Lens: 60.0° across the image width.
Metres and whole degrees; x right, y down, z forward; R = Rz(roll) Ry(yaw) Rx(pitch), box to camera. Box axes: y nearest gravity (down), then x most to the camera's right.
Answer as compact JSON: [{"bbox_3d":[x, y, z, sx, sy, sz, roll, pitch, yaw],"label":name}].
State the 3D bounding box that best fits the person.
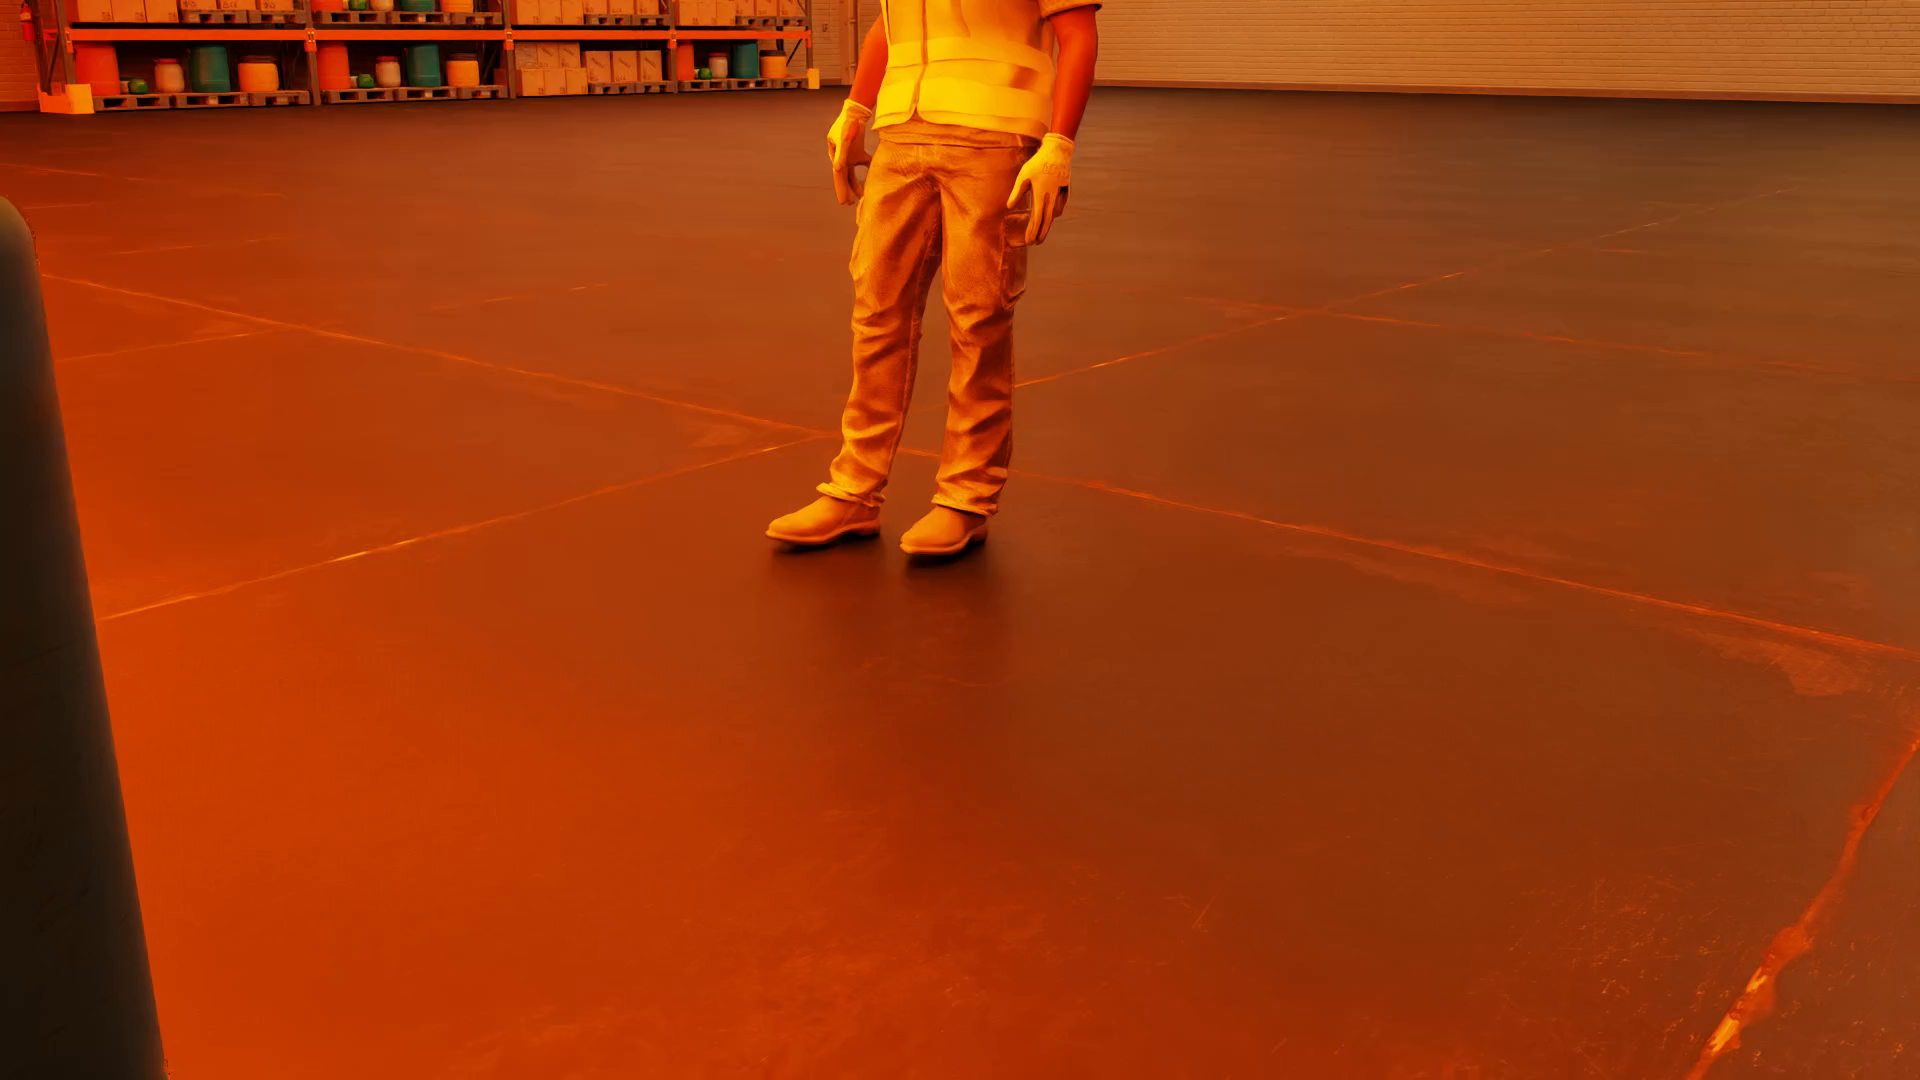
[{"bbox_3d":[-0.053,-0.846,3.634,0.656,1.782,0.577,13,21,37],"label":"person"}]
